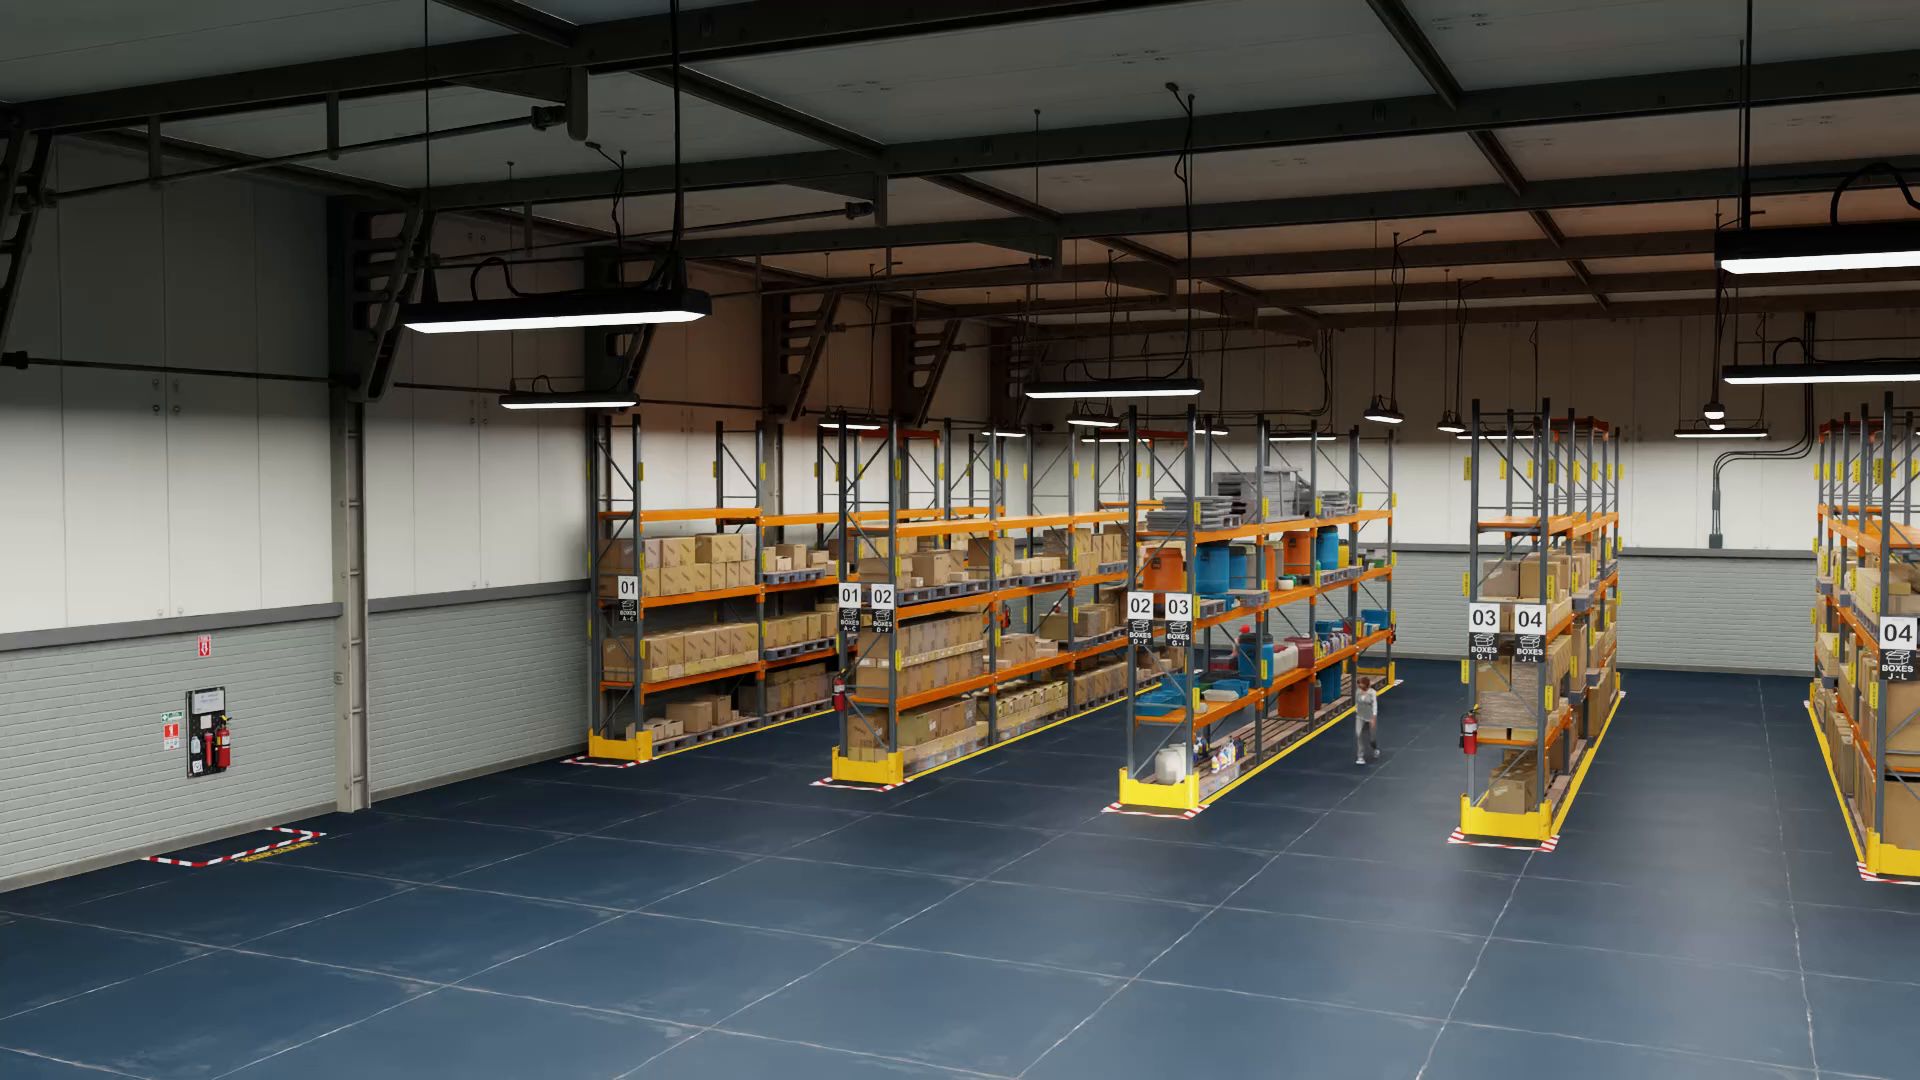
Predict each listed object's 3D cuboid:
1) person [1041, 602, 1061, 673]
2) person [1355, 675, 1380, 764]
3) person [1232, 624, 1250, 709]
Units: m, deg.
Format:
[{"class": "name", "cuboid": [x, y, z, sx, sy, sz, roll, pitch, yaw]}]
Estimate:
[{"class": "person", "cuboid": [2.347, 2.412, 41.214, 0.561, 1.716, 1.050, 1, 2, 20]}, {"class": "person", "cuboid": [6.997, 3.069, 28.635, 0.406, 1.487, 0.911, 1, 3, 30]}, {"class": "person", "cuboid": [5.972, 2.688, 35.019, 0.525, 1.826, 0.543, 1, 3, 21]}]
